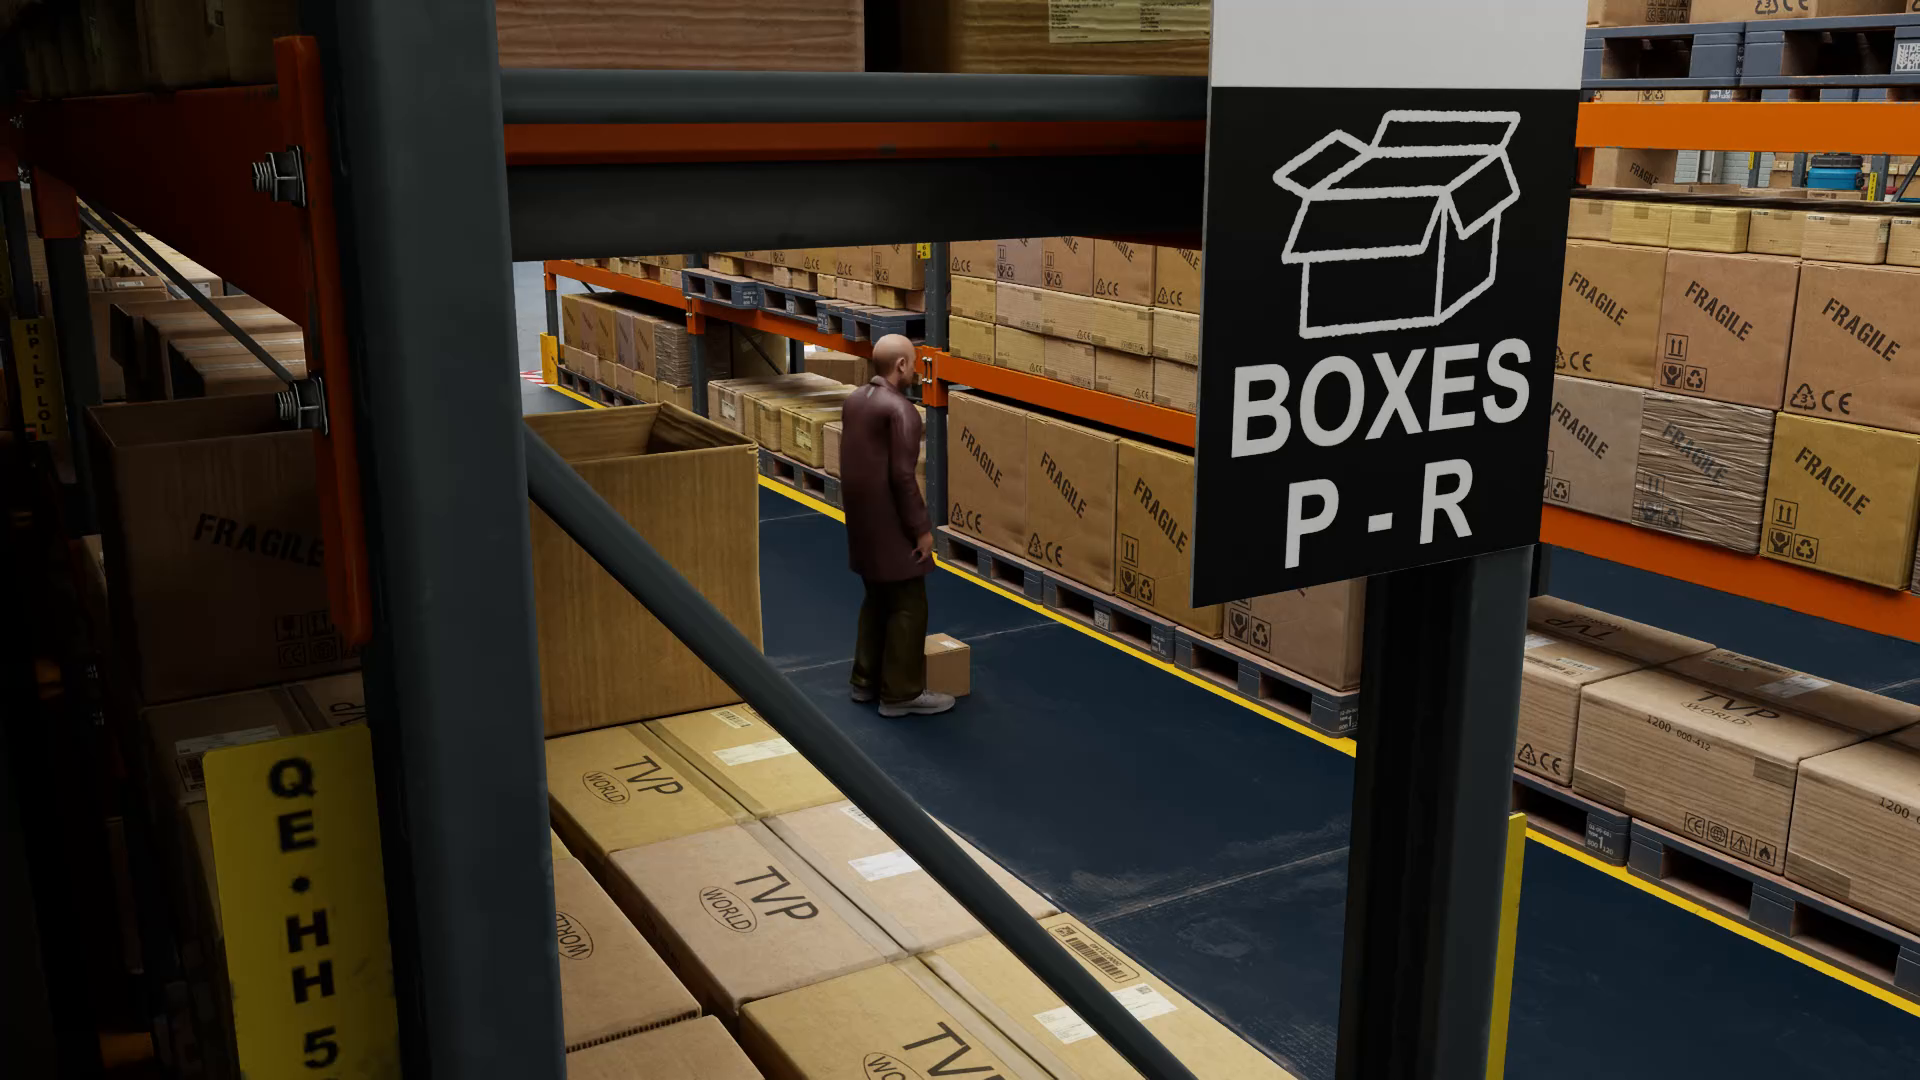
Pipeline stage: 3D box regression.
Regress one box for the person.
[{"bbox_3d":[-0.334,-0.076,7.820,0.423,1.773,0.640,-9,17,-31],"label":"person"}]
